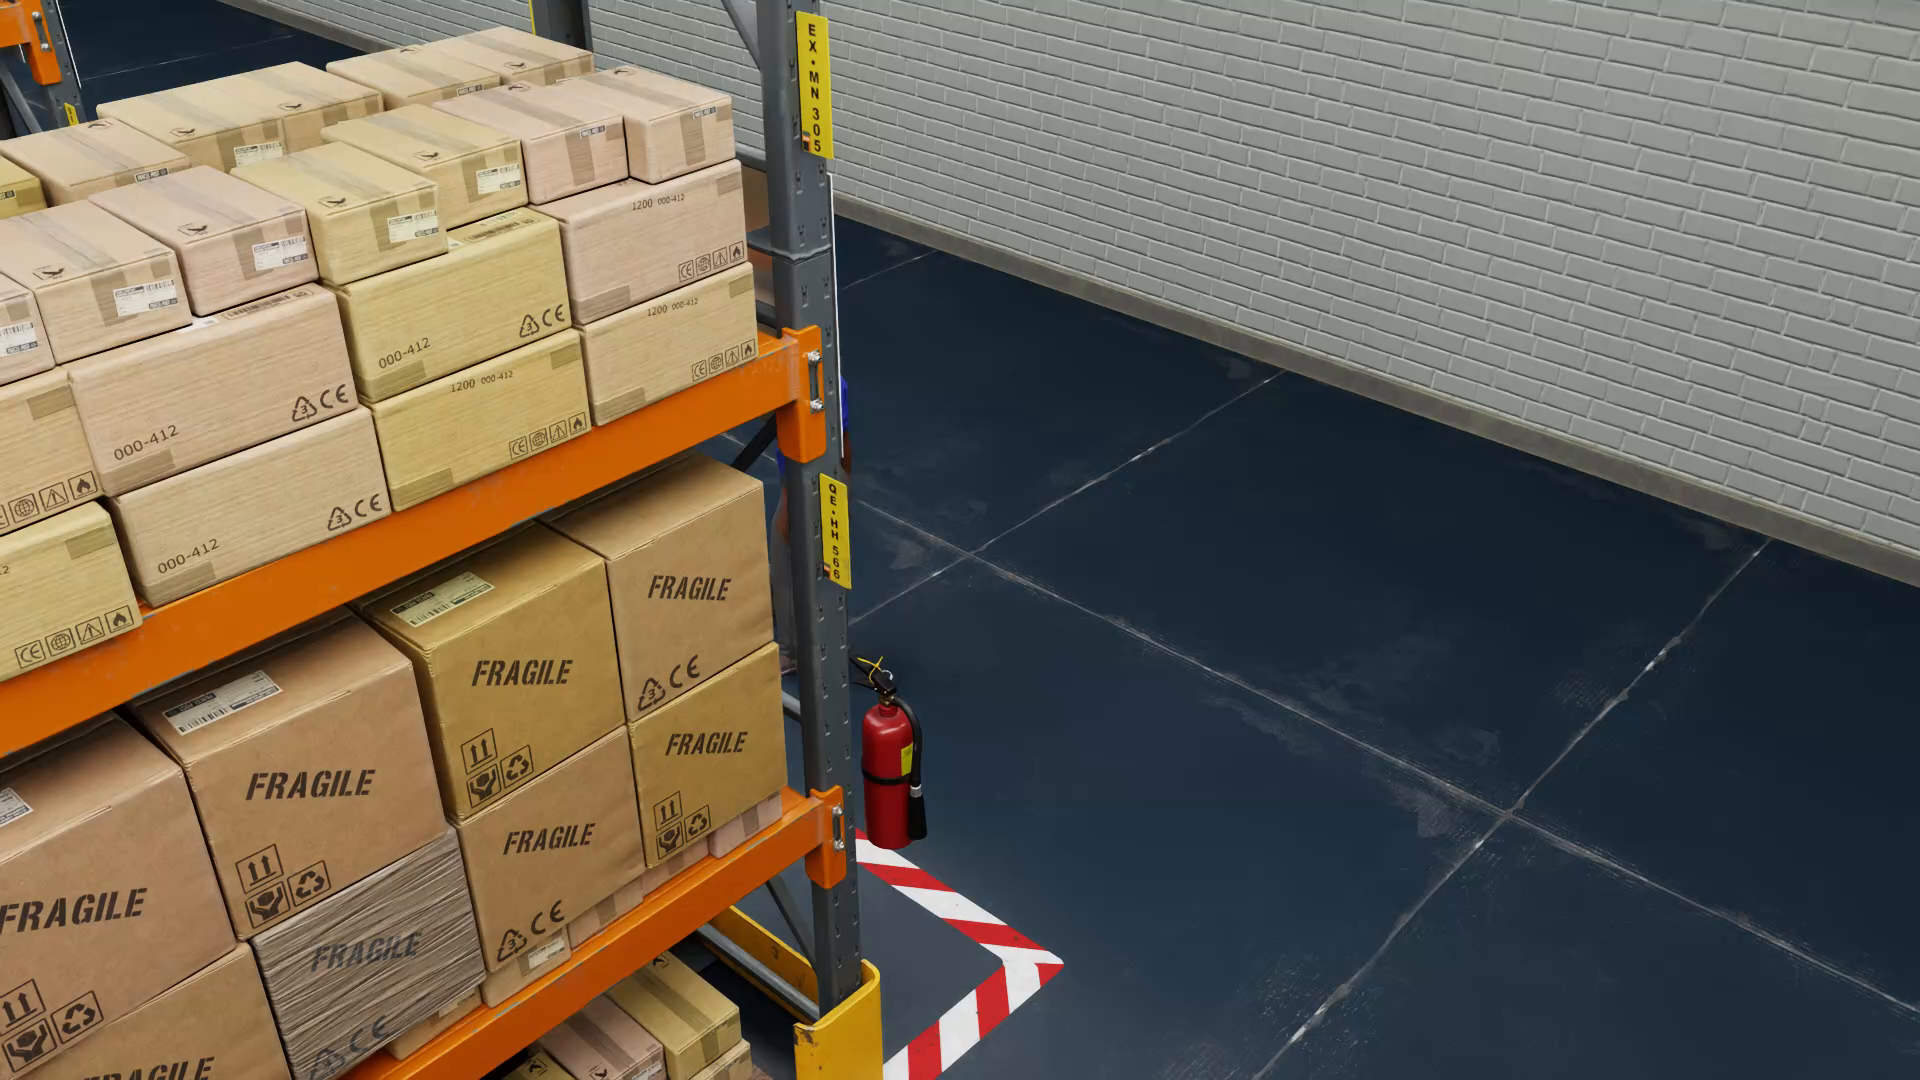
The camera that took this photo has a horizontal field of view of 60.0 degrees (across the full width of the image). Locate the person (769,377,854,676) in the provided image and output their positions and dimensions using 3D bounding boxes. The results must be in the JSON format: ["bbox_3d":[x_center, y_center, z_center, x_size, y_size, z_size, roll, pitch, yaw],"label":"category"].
[{"bbox_3d":[-0.705,-0.163,7.428,0.372,1.708,0.520,14,34,22],"label":"person"}]
